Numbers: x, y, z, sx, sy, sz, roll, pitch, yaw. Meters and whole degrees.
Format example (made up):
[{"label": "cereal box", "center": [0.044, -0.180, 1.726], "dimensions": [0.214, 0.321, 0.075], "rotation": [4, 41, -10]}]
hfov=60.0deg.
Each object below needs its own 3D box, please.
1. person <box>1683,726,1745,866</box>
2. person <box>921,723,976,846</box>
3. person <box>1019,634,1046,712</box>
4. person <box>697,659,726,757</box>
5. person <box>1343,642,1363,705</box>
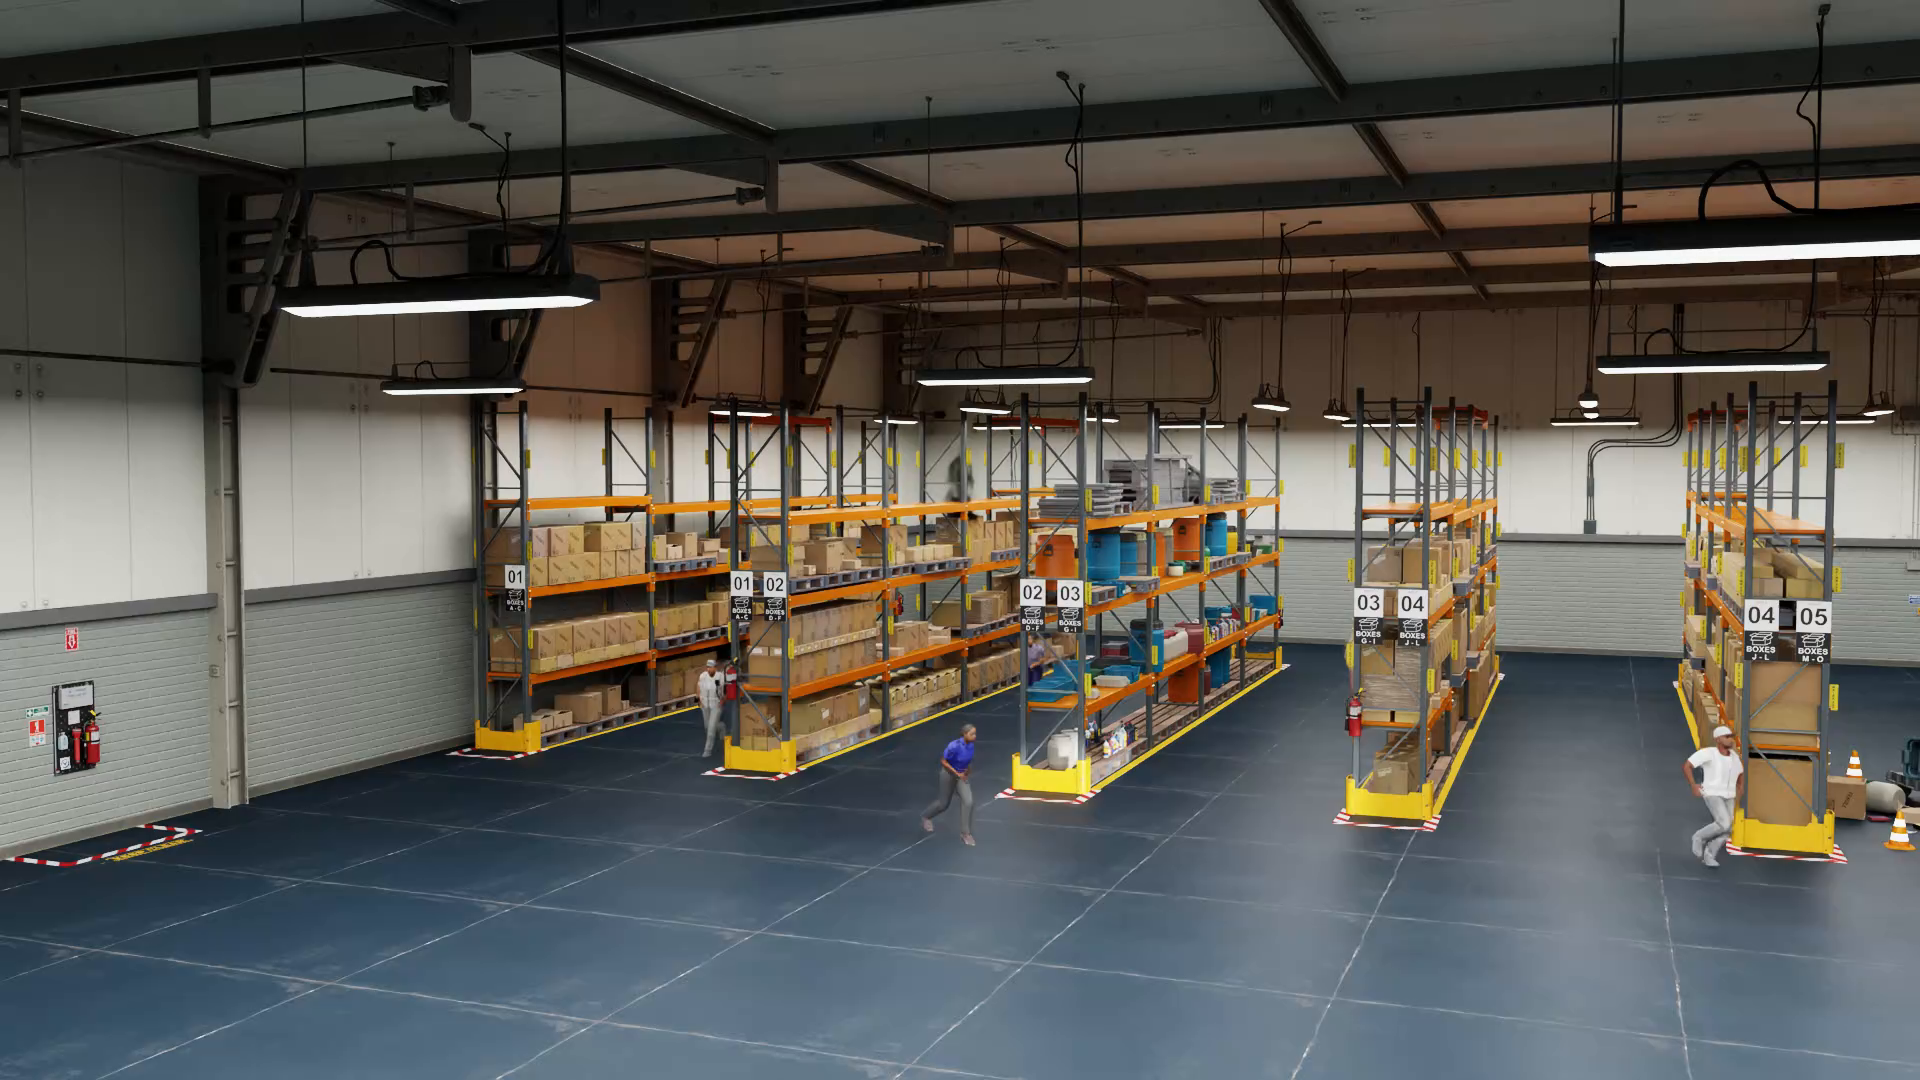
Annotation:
[{"label": "person", "center": [9.381, 3.157, 20.490], "dimensions": [0.750, 1.709, 0.545], "rotation": [-1, 3, -21]}, {"label": "person", "center": [-0.133, 3.171, 21.862], "dimensions": [0.978, 1.616, 0.611], "rotation": [2, 4, 41]}, {"label": "person", "center": [1.435, 2.639, 32.988], "dimensions": [0.597, 1.571, 0.697], "rotation": [1, 3, 16]}, {"label": "person", "center": [-4.170, 2.840, 28.329], "dimensions": [0.606, 1.657, 0.921], "rotation": [1, 3, 17]}, {"label": "person", "center": [7.871, 2.594, 32.913], "dimensions": [0.580, 1.629, 0.497], "rotation": [1, 3, 19]}]
